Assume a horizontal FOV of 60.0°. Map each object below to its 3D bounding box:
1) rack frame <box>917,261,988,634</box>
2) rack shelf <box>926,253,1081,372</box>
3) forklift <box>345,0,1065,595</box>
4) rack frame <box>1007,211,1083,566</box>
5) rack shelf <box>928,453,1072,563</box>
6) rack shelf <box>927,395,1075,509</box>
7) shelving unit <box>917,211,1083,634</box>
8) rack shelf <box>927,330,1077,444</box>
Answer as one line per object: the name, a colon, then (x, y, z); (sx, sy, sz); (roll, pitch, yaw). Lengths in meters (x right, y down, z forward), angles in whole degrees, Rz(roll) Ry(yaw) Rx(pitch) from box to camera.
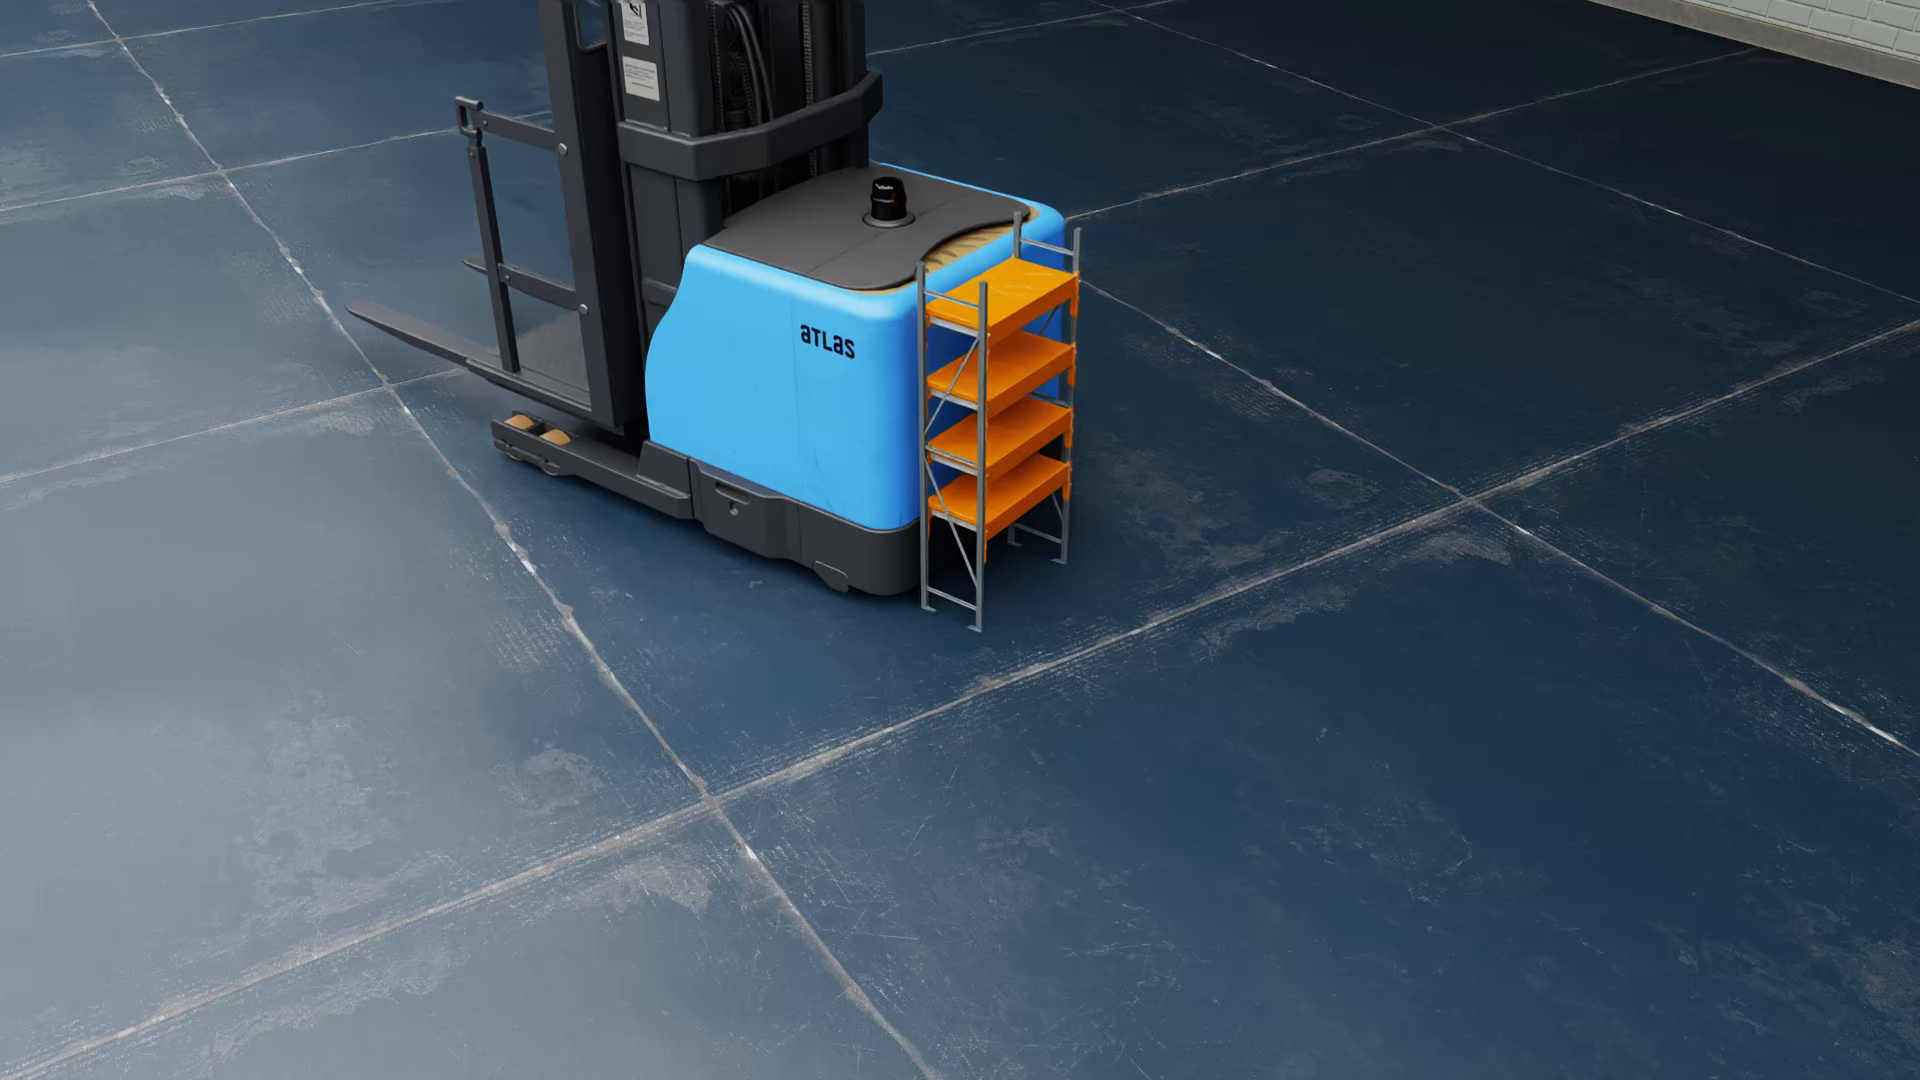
rack frame: (-0.024, -0.251, 5.022); (0.240, 1.200, 0.015); (22, 38, 30)
rack shelf: (0.122, -0.688, 4.979); (0.258, 0.148, 0.480); (22, 38, 30)
forklift: (-1.125, -1.681, 5.668); (3.031, 2.935, 1.130); (21, 38, 30)
rack frame: (0.265, -0.461, 5.355); (0.240, 1.200, 0.015); (22, 38, 30)
rack shelf: (0.120, -0.131, 5.331); (0.258, 0.148, 0.480); (22, 38, 30)
rack shelf: (0.121, -0.299, 5.225); (0.258, 0.148, 0.480); (22, 38, 30)
shelving unit: (0.121, -0.356, 5.189); (0.258, 1.200, 0.503); (22, 38, 30)
rack shelf: (0.121, -0.488, 5.105); (0.258, 0.148, 0.480); (22, 38, 30)
